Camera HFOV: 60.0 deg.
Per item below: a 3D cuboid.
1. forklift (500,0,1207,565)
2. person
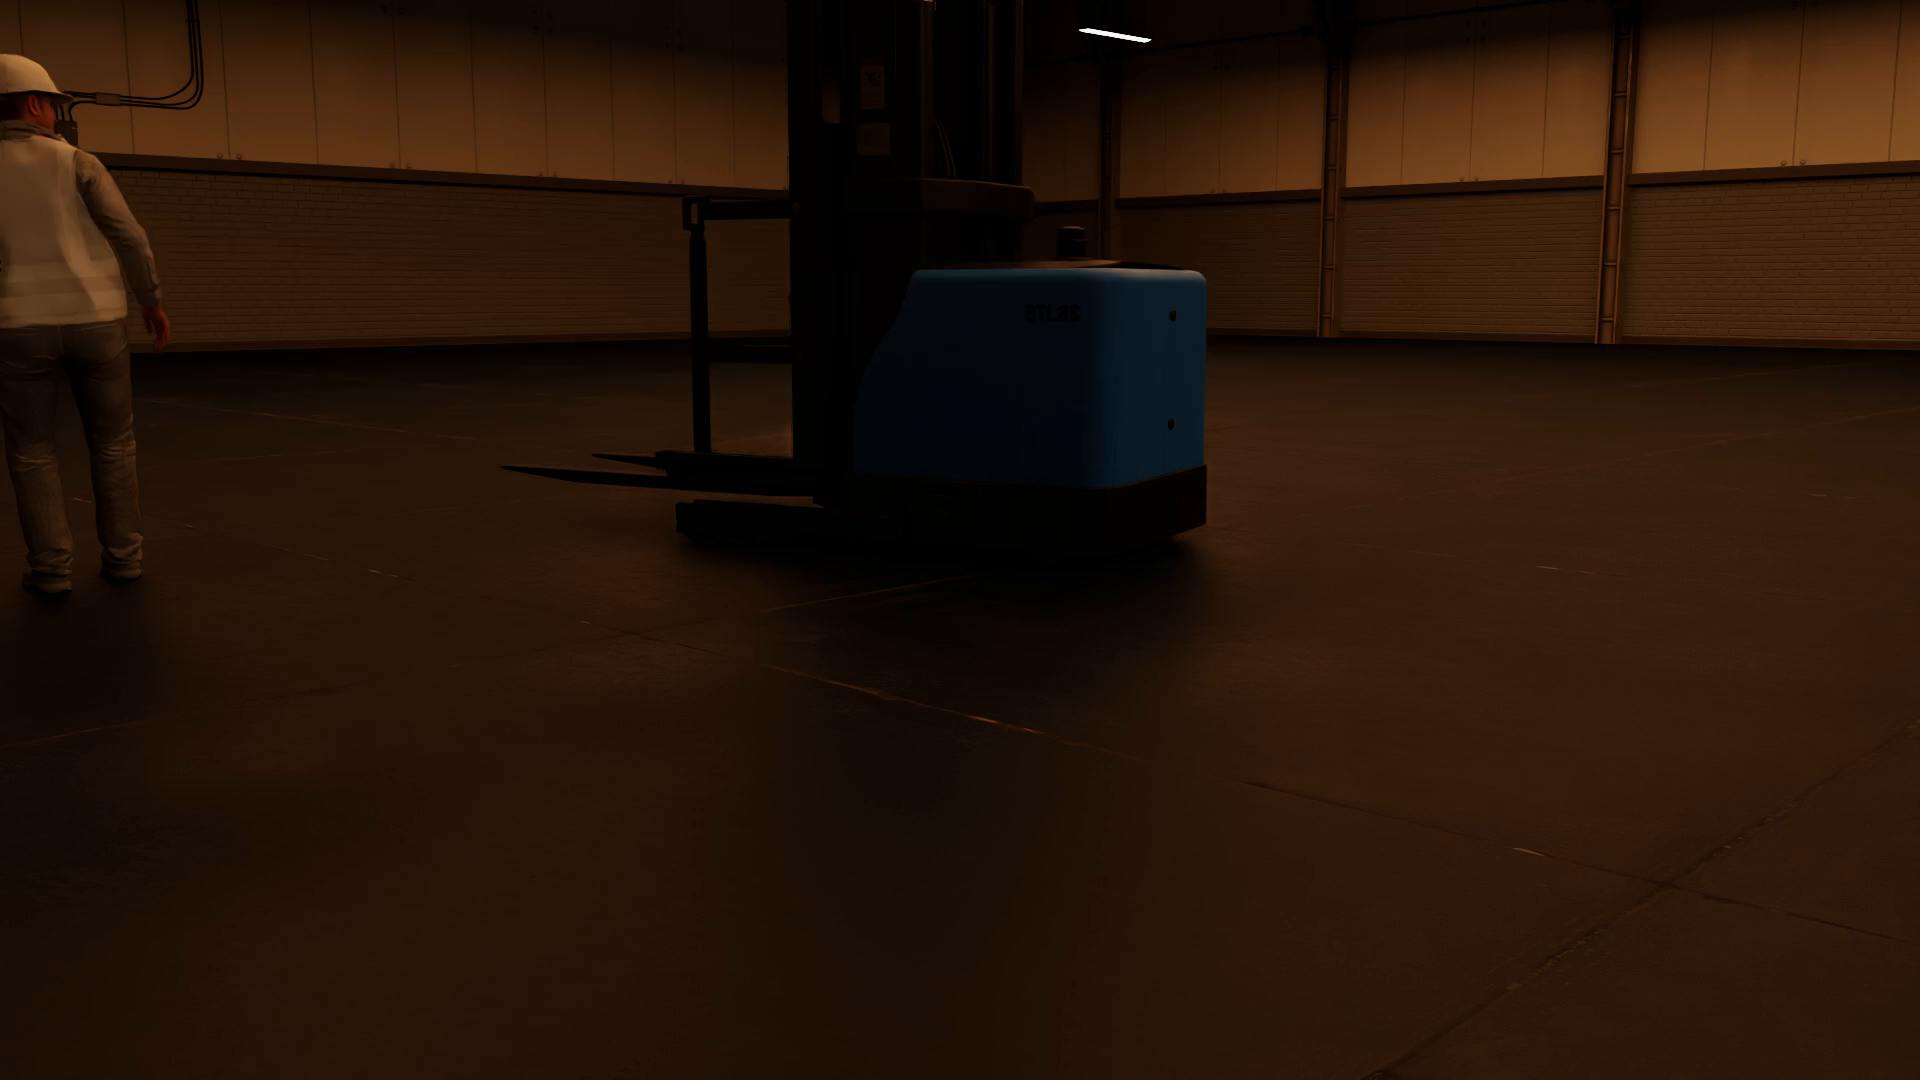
[{"bbox_3d":[-0.559,-1.491,6.778,3.031,2.935,1.130,5,10,28],"label":"forklift"},{"bbox_3d":[-3.070,-0.725,5.616,0.724,1.762,0.493,-5,10,-28],"label":"person"}]
